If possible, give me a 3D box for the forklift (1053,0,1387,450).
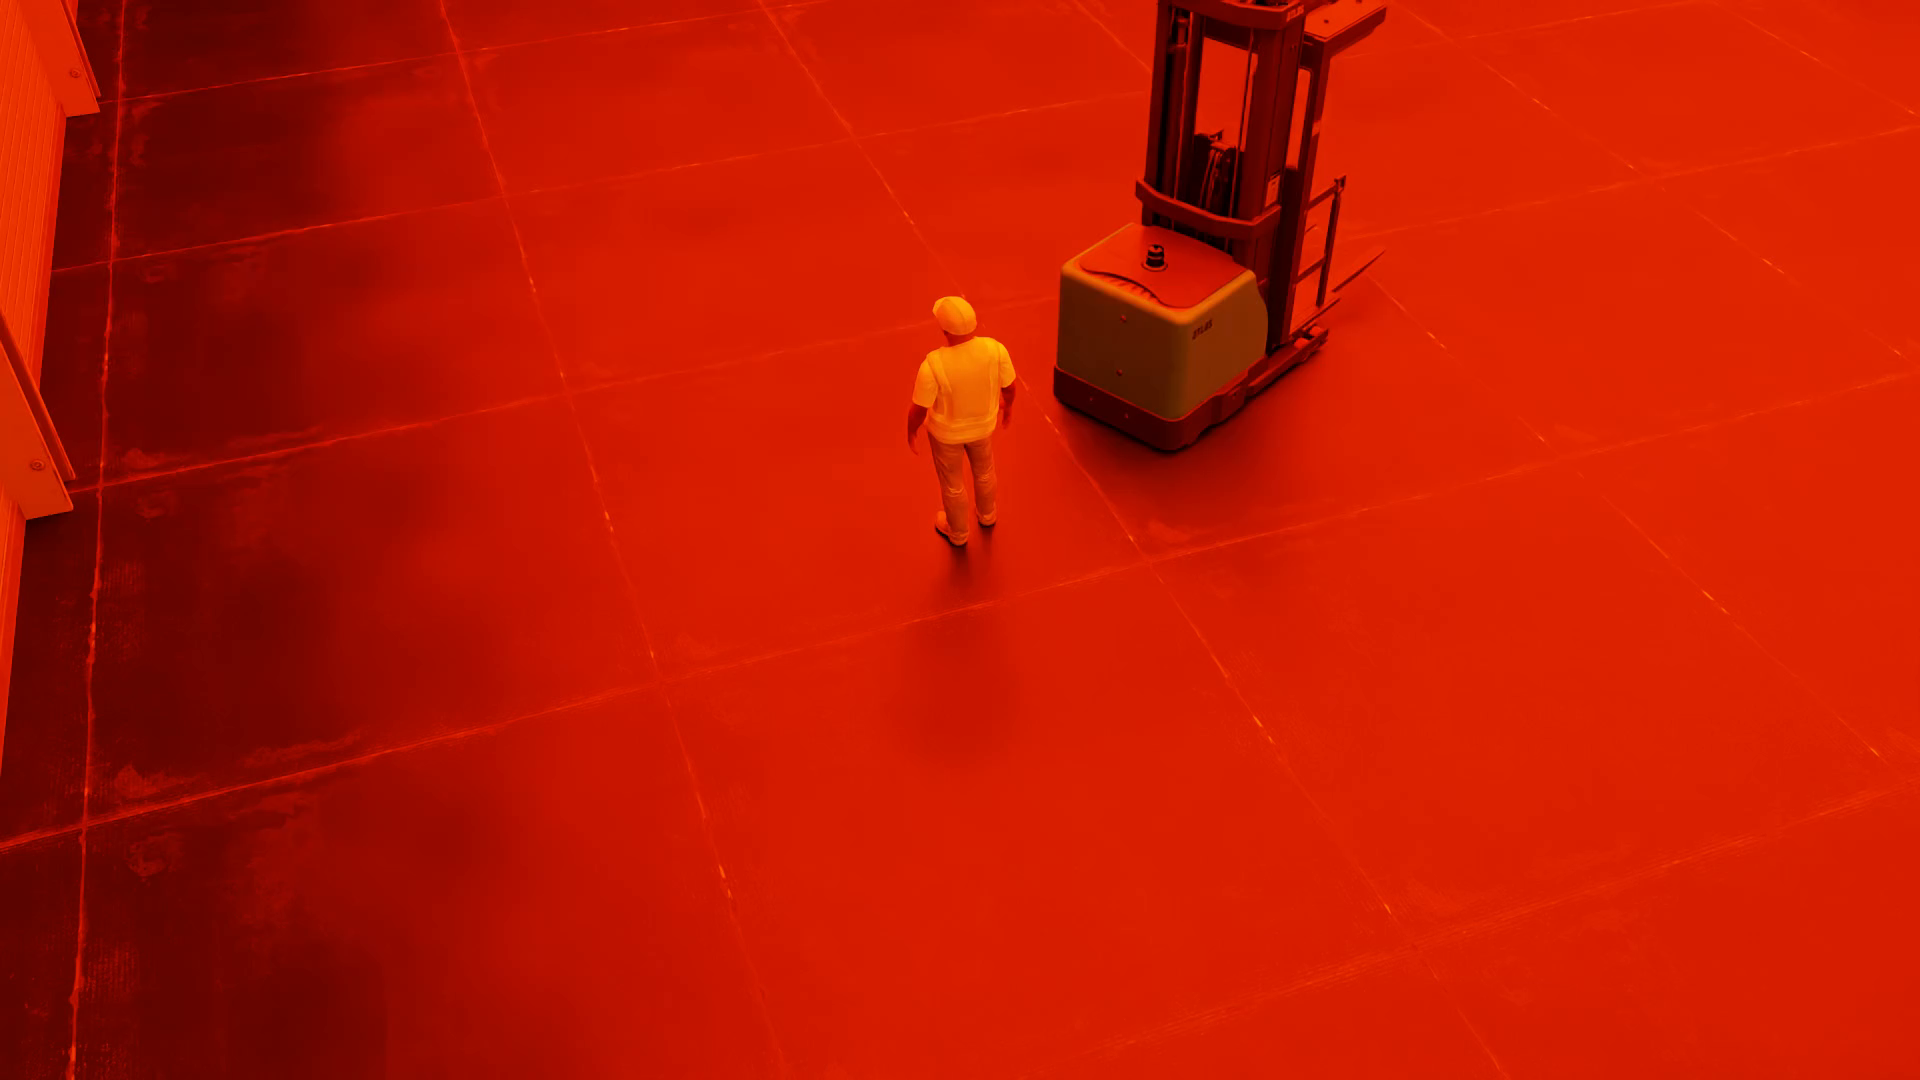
[{"bbox_3d":[1.982,-2.578,11.067,1.130,2.935,3.031,29,48,30],"label":"forklift"}]

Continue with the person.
[{"bbox_3d":[-0.018,-0.725,9.755,0.665,1.765,0.577,-13,42,-15],"label":"person"}]
